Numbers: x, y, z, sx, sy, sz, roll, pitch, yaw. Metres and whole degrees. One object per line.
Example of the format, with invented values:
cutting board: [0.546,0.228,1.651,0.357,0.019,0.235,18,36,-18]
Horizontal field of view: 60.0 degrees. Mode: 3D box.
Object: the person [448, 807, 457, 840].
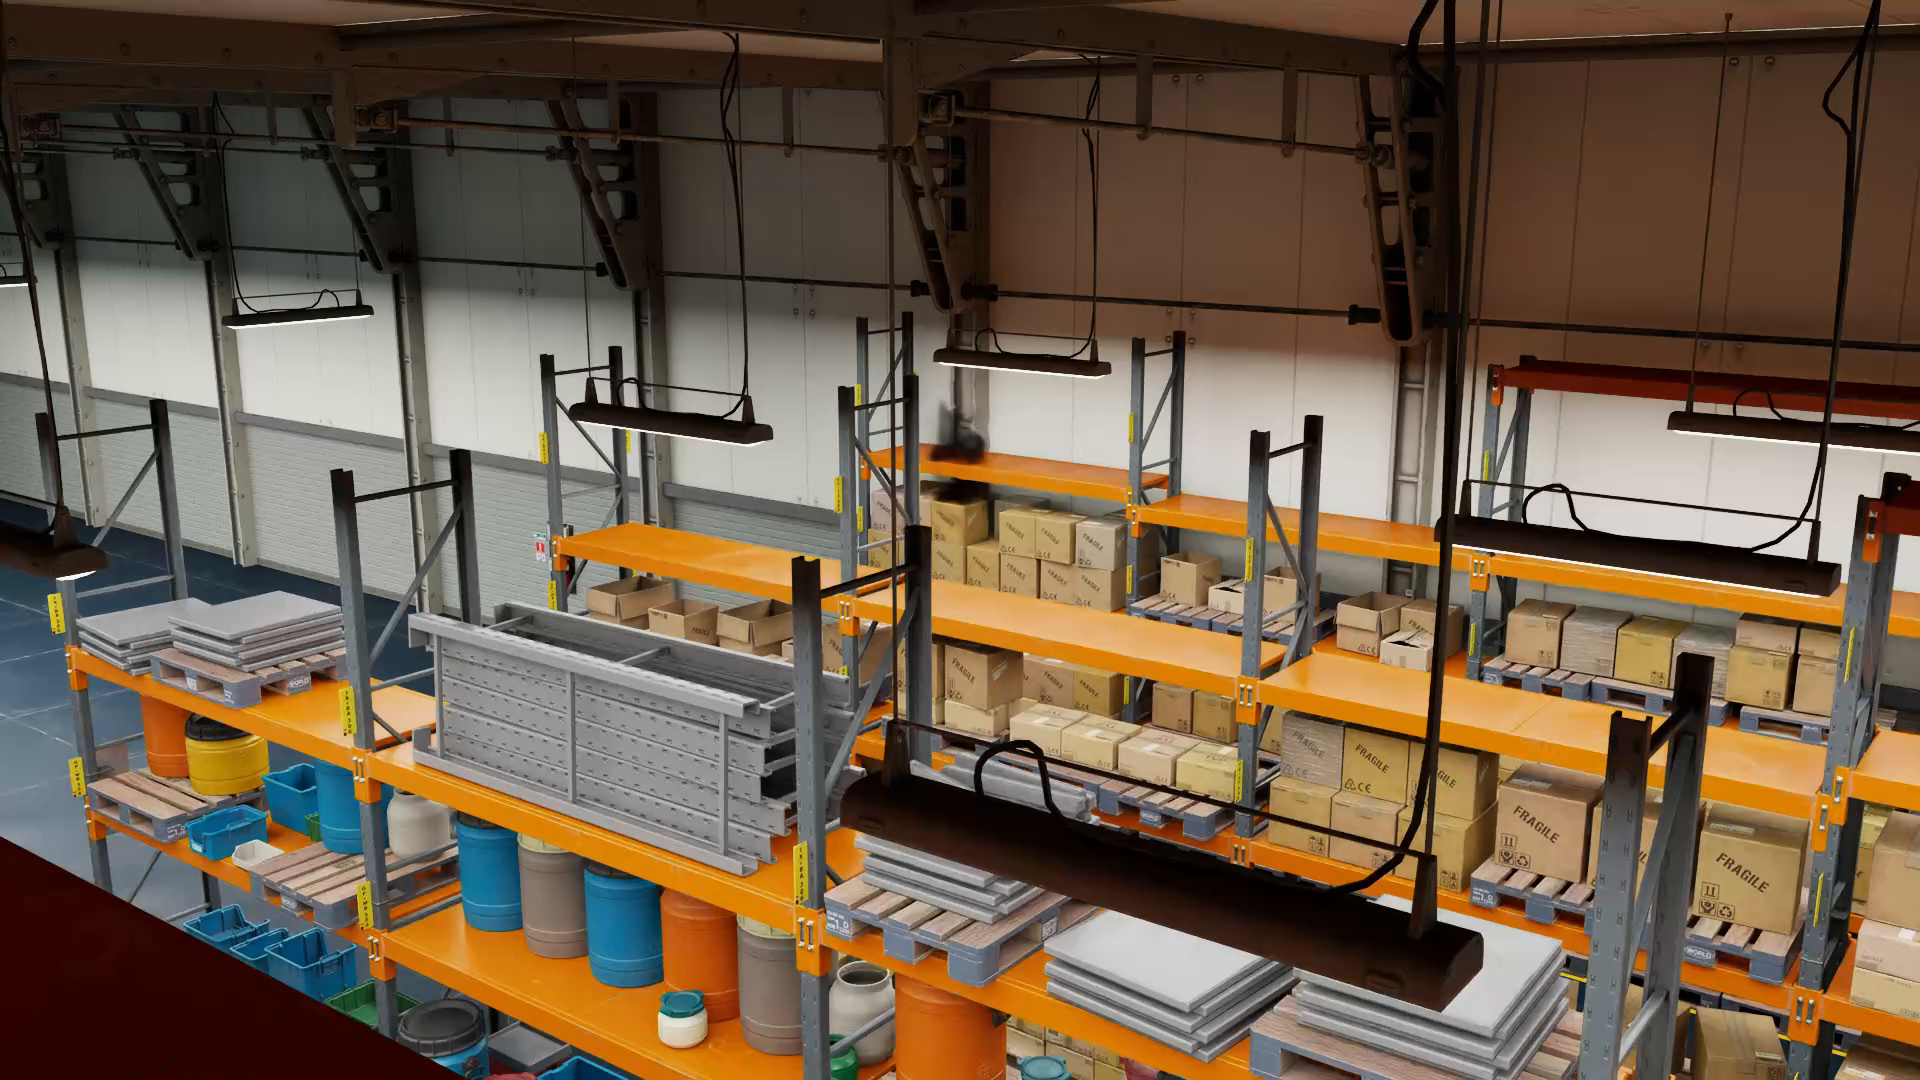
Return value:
person: [-5.881,2.913,19.004,0.596,1.683,0.695,-6,14,-23]
